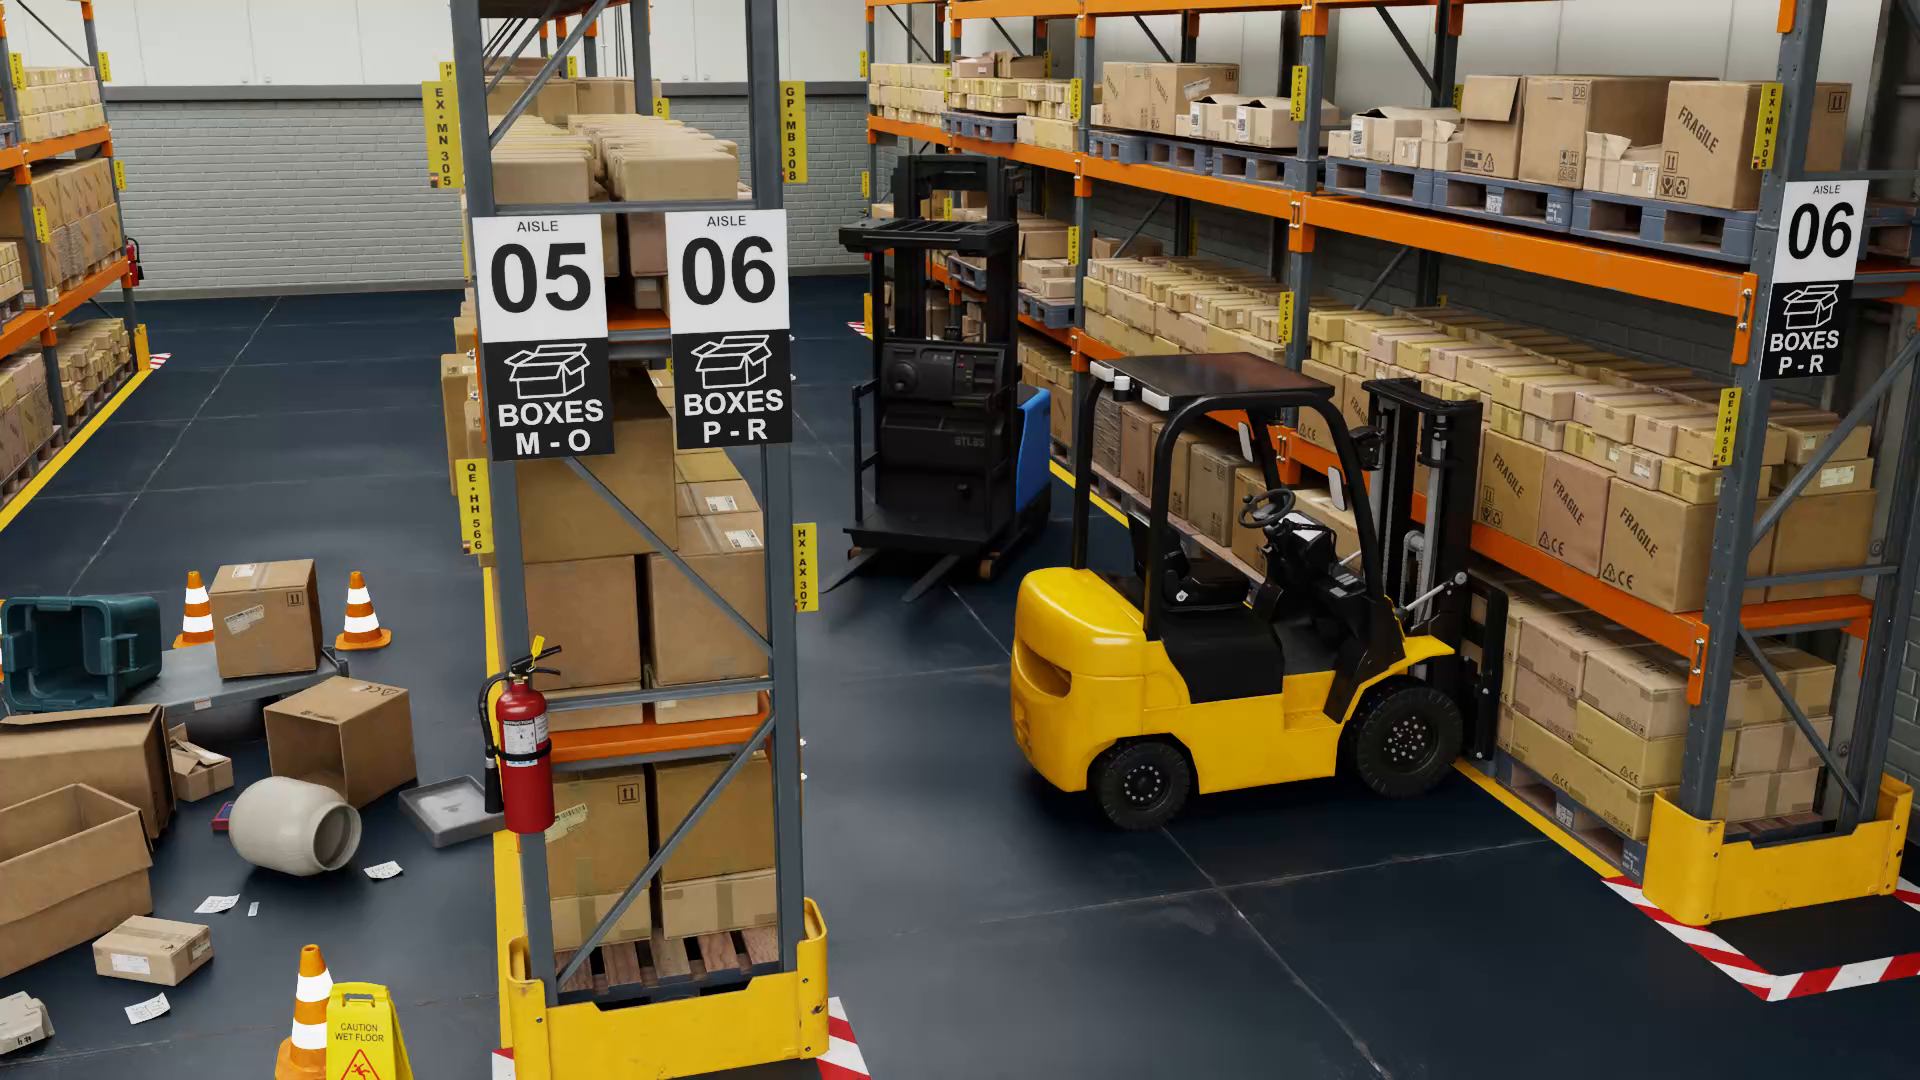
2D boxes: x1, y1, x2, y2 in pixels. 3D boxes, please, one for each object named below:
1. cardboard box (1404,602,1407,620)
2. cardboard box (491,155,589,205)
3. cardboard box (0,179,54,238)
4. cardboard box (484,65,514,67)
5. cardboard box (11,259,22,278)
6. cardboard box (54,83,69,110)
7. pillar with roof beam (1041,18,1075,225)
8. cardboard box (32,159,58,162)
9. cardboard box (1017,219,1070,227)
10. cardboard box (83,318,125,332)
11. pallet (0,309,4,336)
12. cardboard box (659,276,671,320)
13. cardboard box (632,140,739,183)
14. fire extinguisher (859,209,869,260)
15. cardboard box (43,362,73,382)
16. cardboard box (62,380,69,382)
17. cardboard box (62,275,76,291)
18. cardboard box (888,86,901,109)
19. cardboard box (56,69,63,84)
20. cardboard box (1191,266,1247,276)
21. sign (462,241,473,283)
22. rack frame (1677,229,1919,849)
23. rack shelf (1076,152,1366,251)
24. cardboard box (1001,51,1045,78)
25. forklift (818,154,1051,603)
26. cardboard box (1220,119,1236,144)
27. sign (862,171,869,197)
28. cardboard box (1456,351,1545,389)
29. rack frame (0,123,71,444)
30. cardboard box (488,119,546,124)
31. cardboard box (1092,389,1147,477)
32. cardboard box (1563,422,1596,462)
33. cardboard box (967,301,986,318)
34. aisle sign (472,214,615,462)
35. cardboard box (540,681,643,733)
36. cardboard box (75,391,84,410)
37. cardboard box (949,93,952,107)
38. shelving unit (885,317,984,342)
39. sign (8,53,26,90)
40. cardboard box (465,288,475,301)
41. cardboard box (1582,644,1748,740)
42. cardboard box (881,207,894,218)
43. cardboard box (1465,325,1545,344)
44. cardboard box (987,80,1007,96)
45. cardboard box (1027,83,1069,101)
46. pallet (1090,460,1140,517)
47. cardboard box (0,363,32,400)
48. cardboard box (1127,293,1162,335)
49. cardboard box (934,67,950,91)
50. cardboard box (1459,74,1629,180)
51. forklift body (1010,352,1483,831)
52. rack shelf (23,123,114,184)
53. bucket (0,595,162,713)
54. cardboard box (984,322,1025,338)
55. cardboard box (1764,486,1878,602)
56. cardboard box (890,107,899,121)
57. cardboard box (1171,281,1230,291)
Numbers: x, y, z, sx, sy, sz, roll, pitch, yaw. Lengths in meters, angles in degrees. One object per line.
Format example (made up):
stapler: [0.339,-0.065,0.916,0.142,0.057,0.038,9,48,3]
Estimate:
cardboard box: [2.698,0.370,9.686,0.500,0.250,0.500,-5,17,-16]
cardboard box: [-1.455,-1.212,5.609,0.380,0.149,0.250,-5,17,-15]
cardboard box: [-8.997,-3.157,15.818,0.500,0.500,0.500,-4,17,-14]
cardboard box: [-4.412,-4.182,15.541,0.500,0.500,0.500,-5,17,-16]
cardboard box: [-8.808,-2.472,15.158,0.380,0.149,0.250,-4,17,-14]
cardboard box: [-9.428,-4.523,16.973,0.500,0.250,0.500,-5,18,-18]
pillar with roof beam: [-3.068,-5.953,17.128,9.100,9.000,0.400,-5,17,-15]
cardboard box: [-10.339,-3.974,18.539,0.500,0.500,0.500,-5,17,-16]
cardboard box: [0.672,-2.893,16.467,0.700,0.500,0.500,-5,17,-16]
cardboard box: [-9.818,-2.444,19.067,0.380,0.149,0.250,-4,17,-15]
pallet: [-8.592,-1.690,13.696,1.003,0.211,1.213,-5,17,-15]
cardboard box: [-0.857,-0.877,5.881,0.380,0.149,0.250,-5,17,-15]
cardboard box: [-1.071,-1.474,6.481,0.380,0.149,0.250,-5,17,-15]
fire extinguisher: [-1.188,-4.051,22.008,0.296,0.674,0.183,-5,17,-15]
cardboard box: [-9.022,-1.657,16.445,0.380,0.149,0.250,-4,17,-13]
cardboard box: [-9.055,-1.510,16.474,0.380,0.149,0.250,-5,17,-15]
cardboard box: [-9.212,-2.613,16.874,0.380,0.149,0.250,-4,17,-14]
cardboard box: [-0.556,-5.344,20.059,0.500,0.250,0.500,-5,17,-17]
cardboard box: [-9.431,-4.749,17.032,0.380,0.149,0.250,-5,17,-17]
cardboard box: [2.105,-2.132,13.534,0.380,0.149,0.250,-5,17,-16]
sign: [-3.809,-2.166,12.937,0.100,0.325,0.005,-5,17,-15]
rack frame: [3.694,0.163,7.195,1.000,3.000,0.127,-5,17,-15]
rack shelf: [2.045,-2.589,12.392,1.077,0.370,4.000,-5,17,-15]
cardboard box: [0.650,-4.913,17.175,0.396,0.266,0.258,-5,17,-15]
forklift: [-0.190,-1.231,11.955,1.130,2.935,3.031,5,17,17]
cardboard box: [2.000,-2.789,11.341,0.380,0.149,0.250,-5,17,-15]
sign: [-1.225,-4.634,21.661,0.100,0.325,0.005,-5,17,-15]
cardboard box: [2.912,-0.915,8.966,0.380,0.149,0.250,-5,17,-15]
rack frame: [-9.108,-2.344,15.540,1.000,3.000,0.127,-5,17,-15]
cardboard box: [-2.241,-1.992,8.206,0.380,0.149,0.250,-5,18,-17]
cardboard box: [1.653,-0.940,14.265,0.875,0.625,0.625,-4,17,-13]
cardboard box: [3.160,-0.484,8.047,0.380,0.149,0.250,-5,17,-16]
cardboard box: [0.297,-2.498,18.024,0.380,0.149,0.250,-5,17,-16]
aisle sign: [-1.340,-0.649,5.378,0.394,0.787,0.004,-5,17,-15]
cardboard box: [-1.386,0.590,6.210,0.380,0.149,0.250,-4,17,-13]
cardboard box: [-8.972,-1.379,16.554,0.380,0.149,0.250,-4,17,-14]
cardboard box: [0.095,-4.608,17.396,0.380,0.149,0.250,-4,17,-14]
shelving unit: [-0.215,-1.125,14.086,0.755,1.500,0.431,14,21,38]
sign: [-8.575,-4.261,15.127,0.100,0.325,0.005,-5,17,-15]
cardboard box: [-2.265,-1.080,8.906,0.700,0.500,0.500,-5,17,-16]
cardboard box: [3.267,0.697,7.729,0.500,0.250,0.500,-4,17,-13]
cardboard box: [-0.699,-4.047,20.955,0.500,0.250,0.500,-5,17,-15]
cardboard box: [3.216,-1.171,9.818,0.380,0.149,0.250,-5,17,-16]
cardboard box: [0.476,-4.396,16.174,0.380,0.149,0.250,-5,17,-15]
cardboard box: [0.831,-4.109,15.254,0.380,0.149,0.250,-5,17,-16]
pallet: [1.684,-0.484,14.195,1.003,0.211,1.213,-5,17,-15]
cardboard box: [-8.531,-1.377,14.635,0.500,0.250,0.500,-4,17,-13]
cardboard box: [1.645,-1.791,13.091,0.500,0.250,0.500,-5,17,-17]
cardboard box: [0.026,-5.024,18.122,0.500,0.250,0.500,-5,17,-15]
cardboard box: [3.028,-2.131,8.536,0.797,0.503,0.637,-4,17,-13]
forklift body: [1.418,0.189,8.584,2.313,2.155,1.214,-5,17,-15]
rack shelf: [-9.657,-3.989,17.053,1.077,0.370,4.000,-5,17,-15]
bucket: [-4.655,0.564,8.907,0.726,0.611,0.620,1,7,4]
cardboard box: [0.470,-2.210,17.583,0.380,0.149,0.250,-6,18,-18]
cardboard box: [3.824,-0.044,7.710,0.500,0.500,0.500,-4,17,-13]
cardboard box: [-0.640,-5.181,20.208,0.380,0.149,0.250,-5,17,-15]
cardboard box: [1.829,-1.876,12.684,0.380,0.149,0.250,-5,17,-15]
